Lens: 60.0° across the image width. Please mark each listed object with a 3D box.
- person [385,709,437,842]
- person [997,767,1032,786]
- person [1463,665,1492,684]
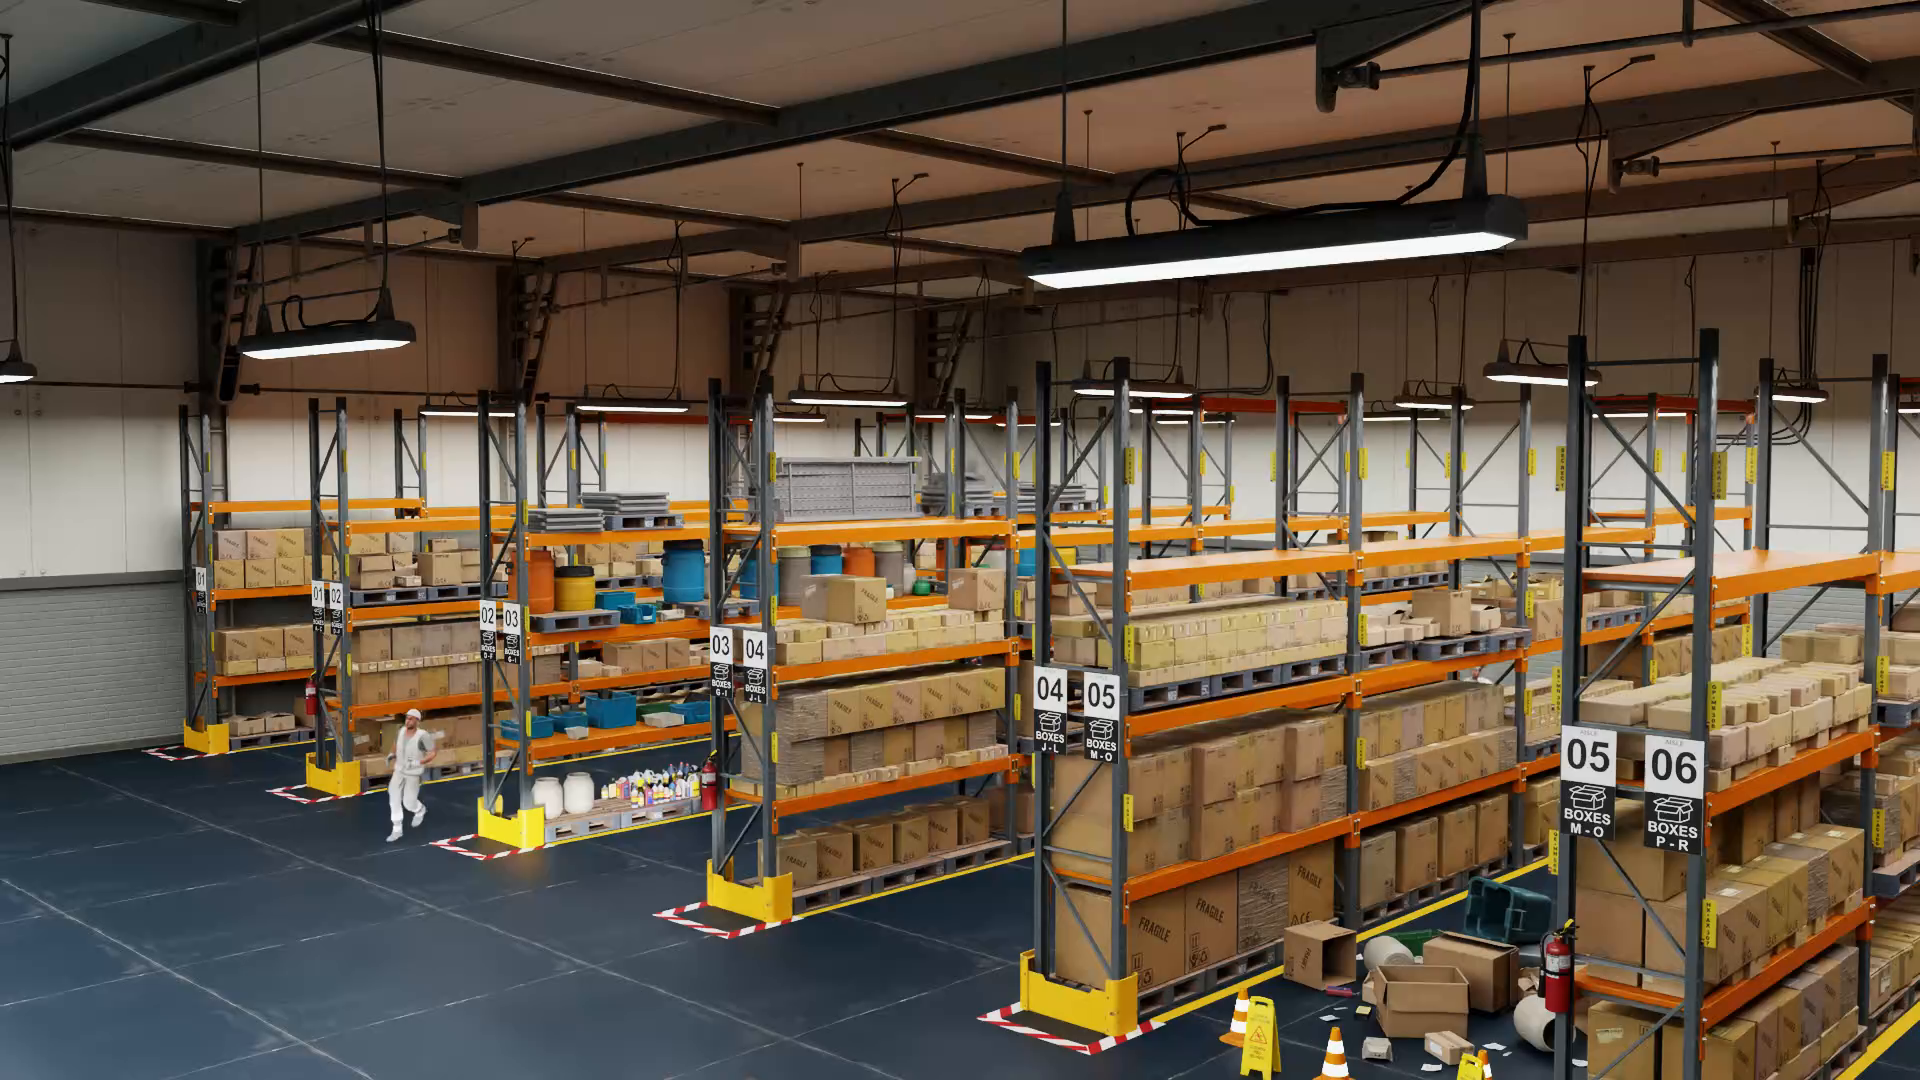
[{"bbox_3d":[-7.359,3.128,22.381,0.704,1.747,0.771,1,3,17],"label":"person"},{"bbox_3d":[0.774,2.998,24.399,0.712,1.747,0.932,2,4,38],"label":"person"},{"bbox_3d":[8.572,2.879,27.663,0.597,1.735,0.712,2,4,39],"label":"person"}]
